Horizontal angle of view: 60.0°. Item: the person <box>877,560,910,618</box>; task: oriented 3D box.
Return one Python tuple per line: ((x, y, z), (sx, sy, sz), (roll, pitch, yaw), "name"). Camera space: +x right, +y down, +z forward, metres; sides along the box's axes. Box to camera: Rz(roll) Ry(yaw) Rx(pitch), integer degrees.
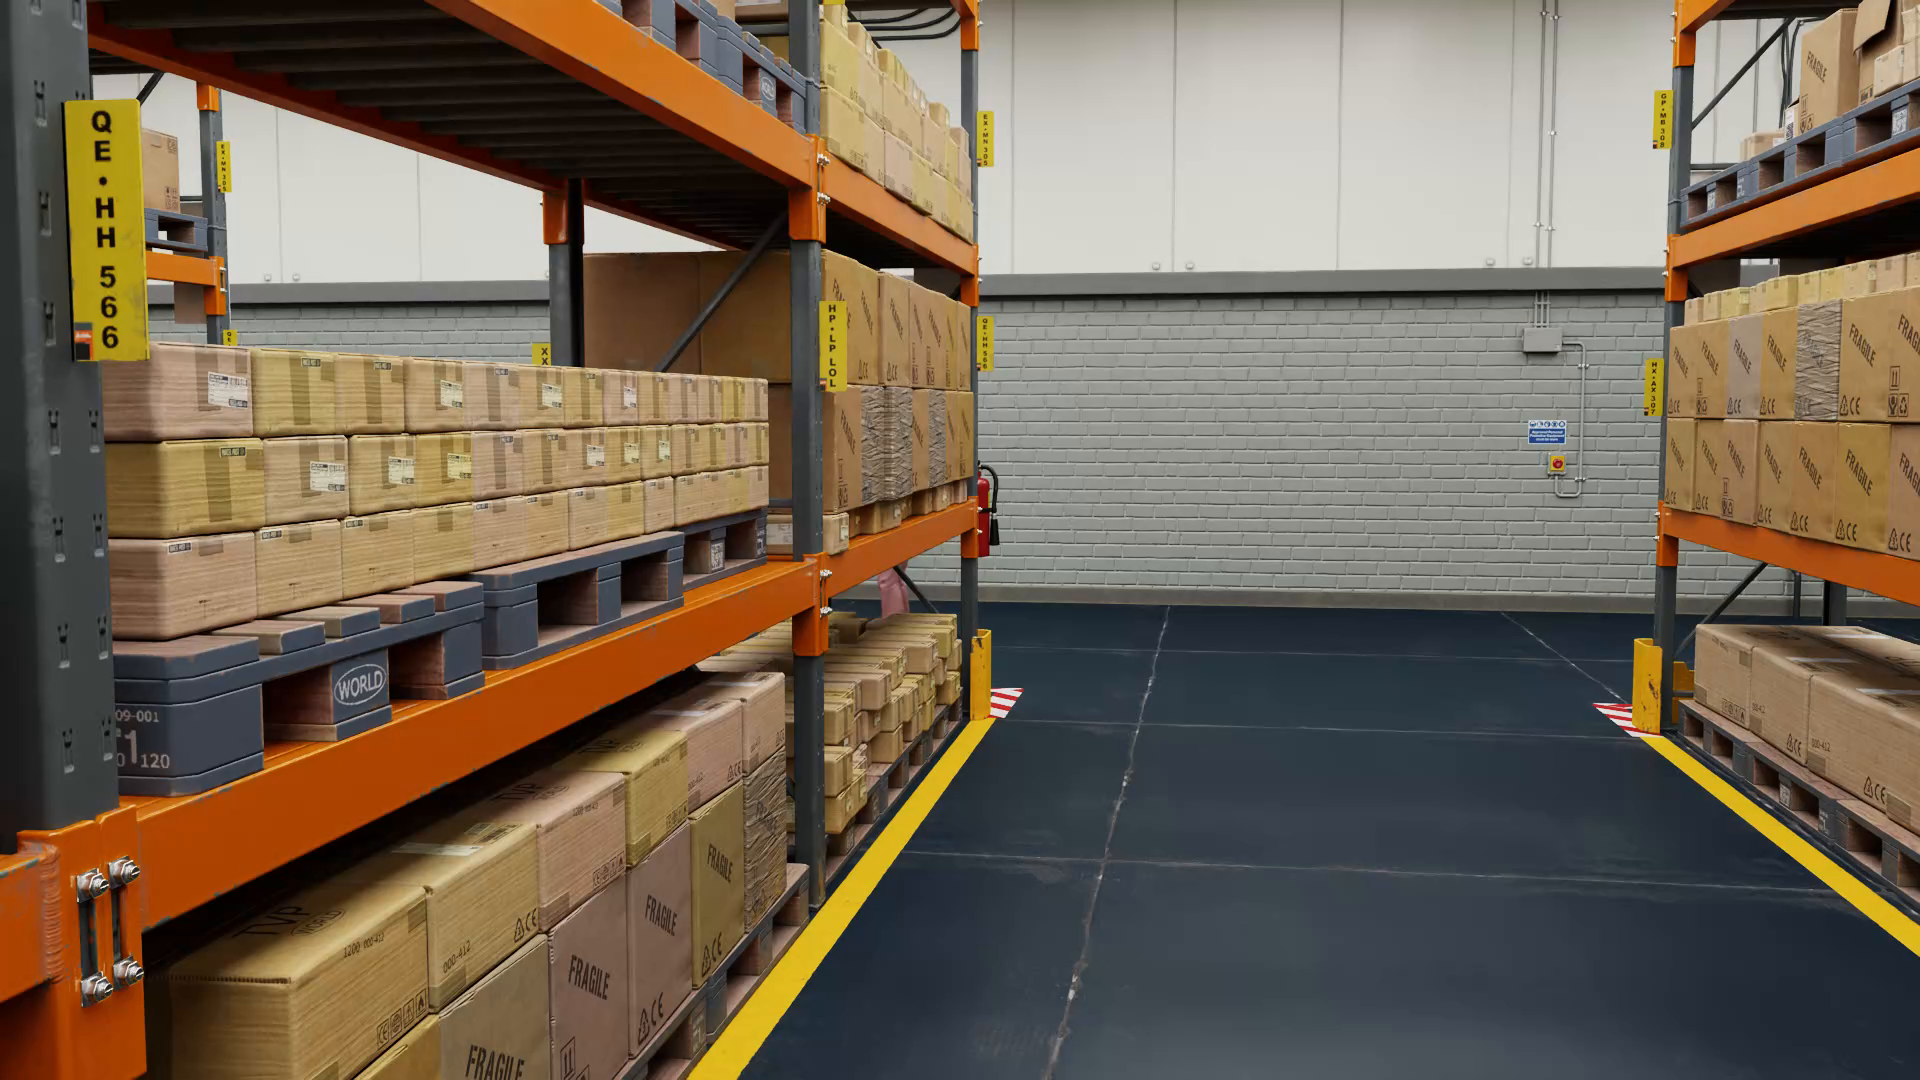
((-0.581, -0.010, 13.060), (0.547, 1.662, 0.427), (1, 5, 9), "person")
